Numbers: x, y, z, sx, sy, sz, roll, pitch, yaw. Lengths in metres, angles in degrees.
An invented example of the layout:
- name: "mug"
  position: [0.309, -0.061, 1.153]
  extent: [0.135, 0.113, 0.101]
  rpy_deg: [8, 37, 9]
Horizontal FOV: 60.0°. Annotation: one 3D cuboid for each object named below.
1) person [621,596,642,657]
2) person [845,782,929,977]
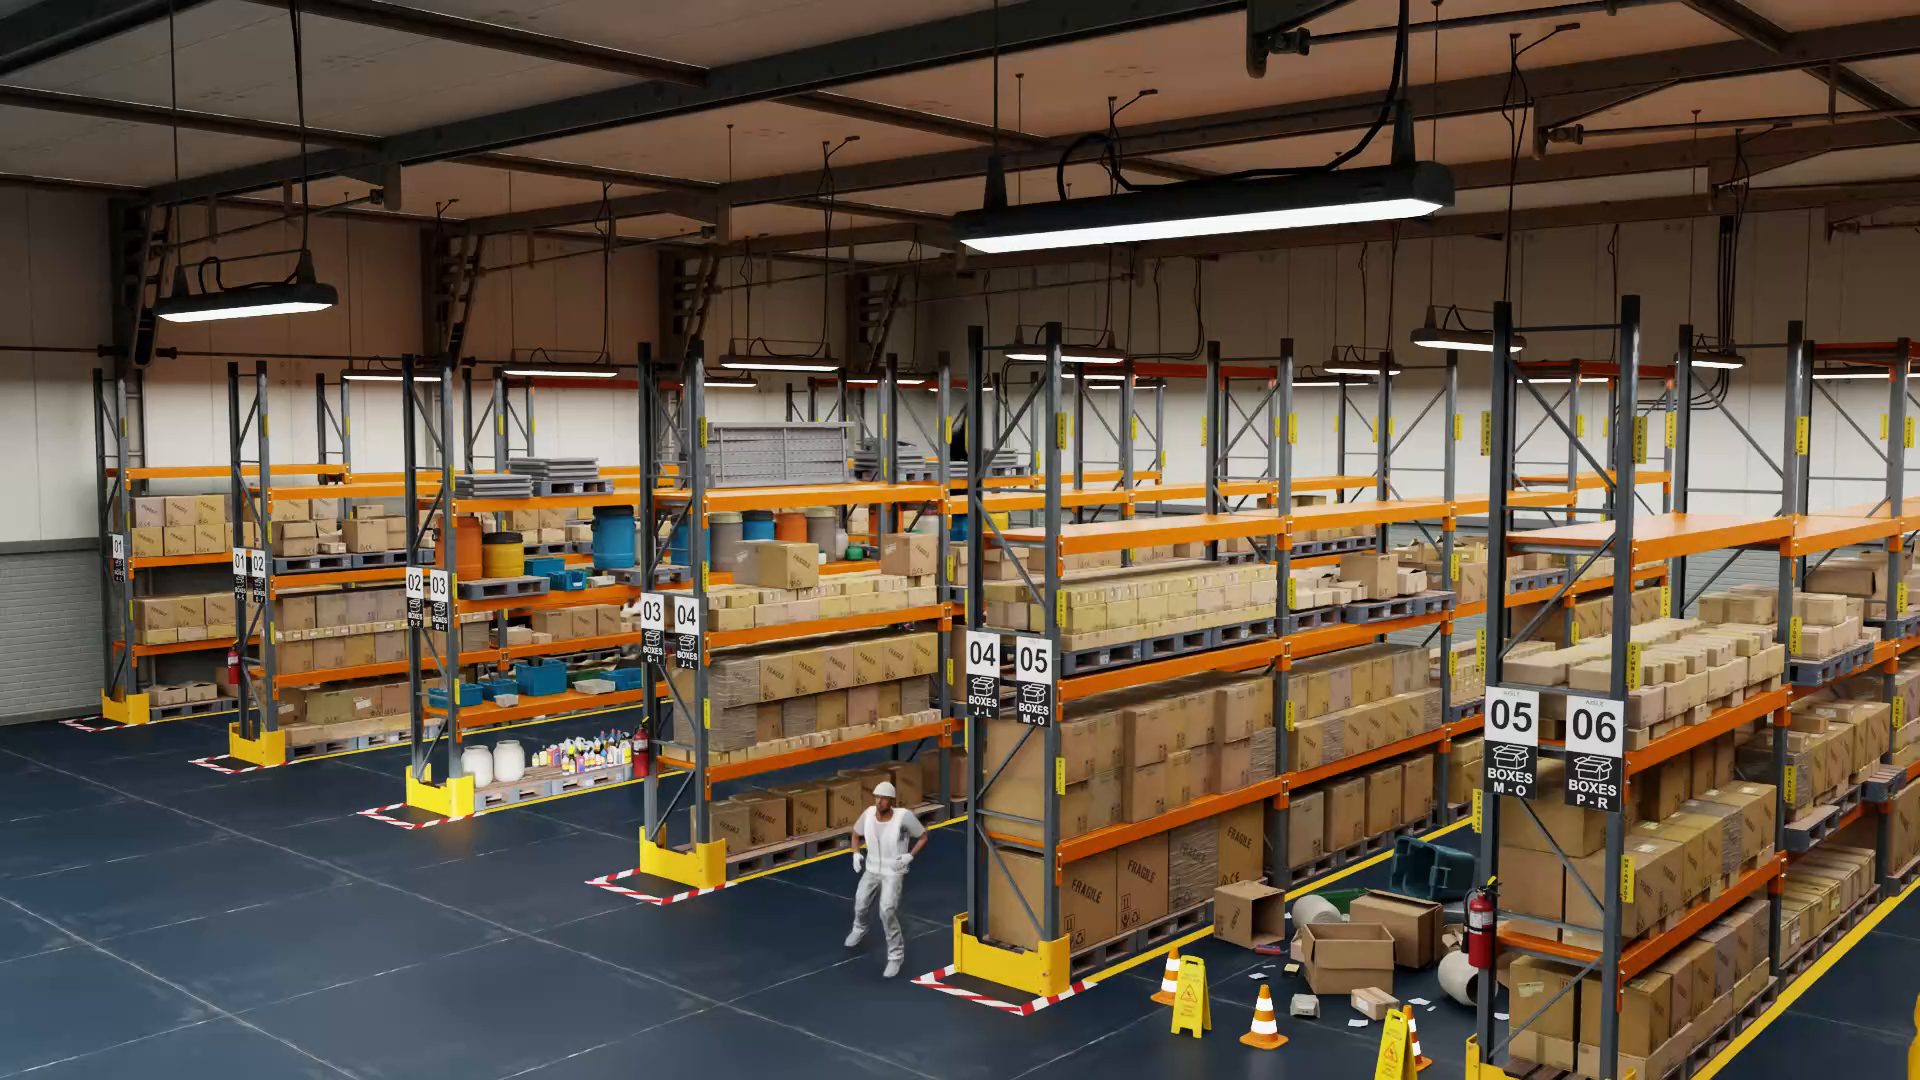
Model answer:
- name: "person"
  position: [-6.565, 1.849, 33.372]
  extent: [0.714, 1.731, 0.791]
  rpy_deg: [3, 5, 34]
- name: "person"
  position: [-0.750, 3.147, 15.738]
  extent: [0.911, 1.775, 0.764]
  rpy_deg: [2, 4, 20]
